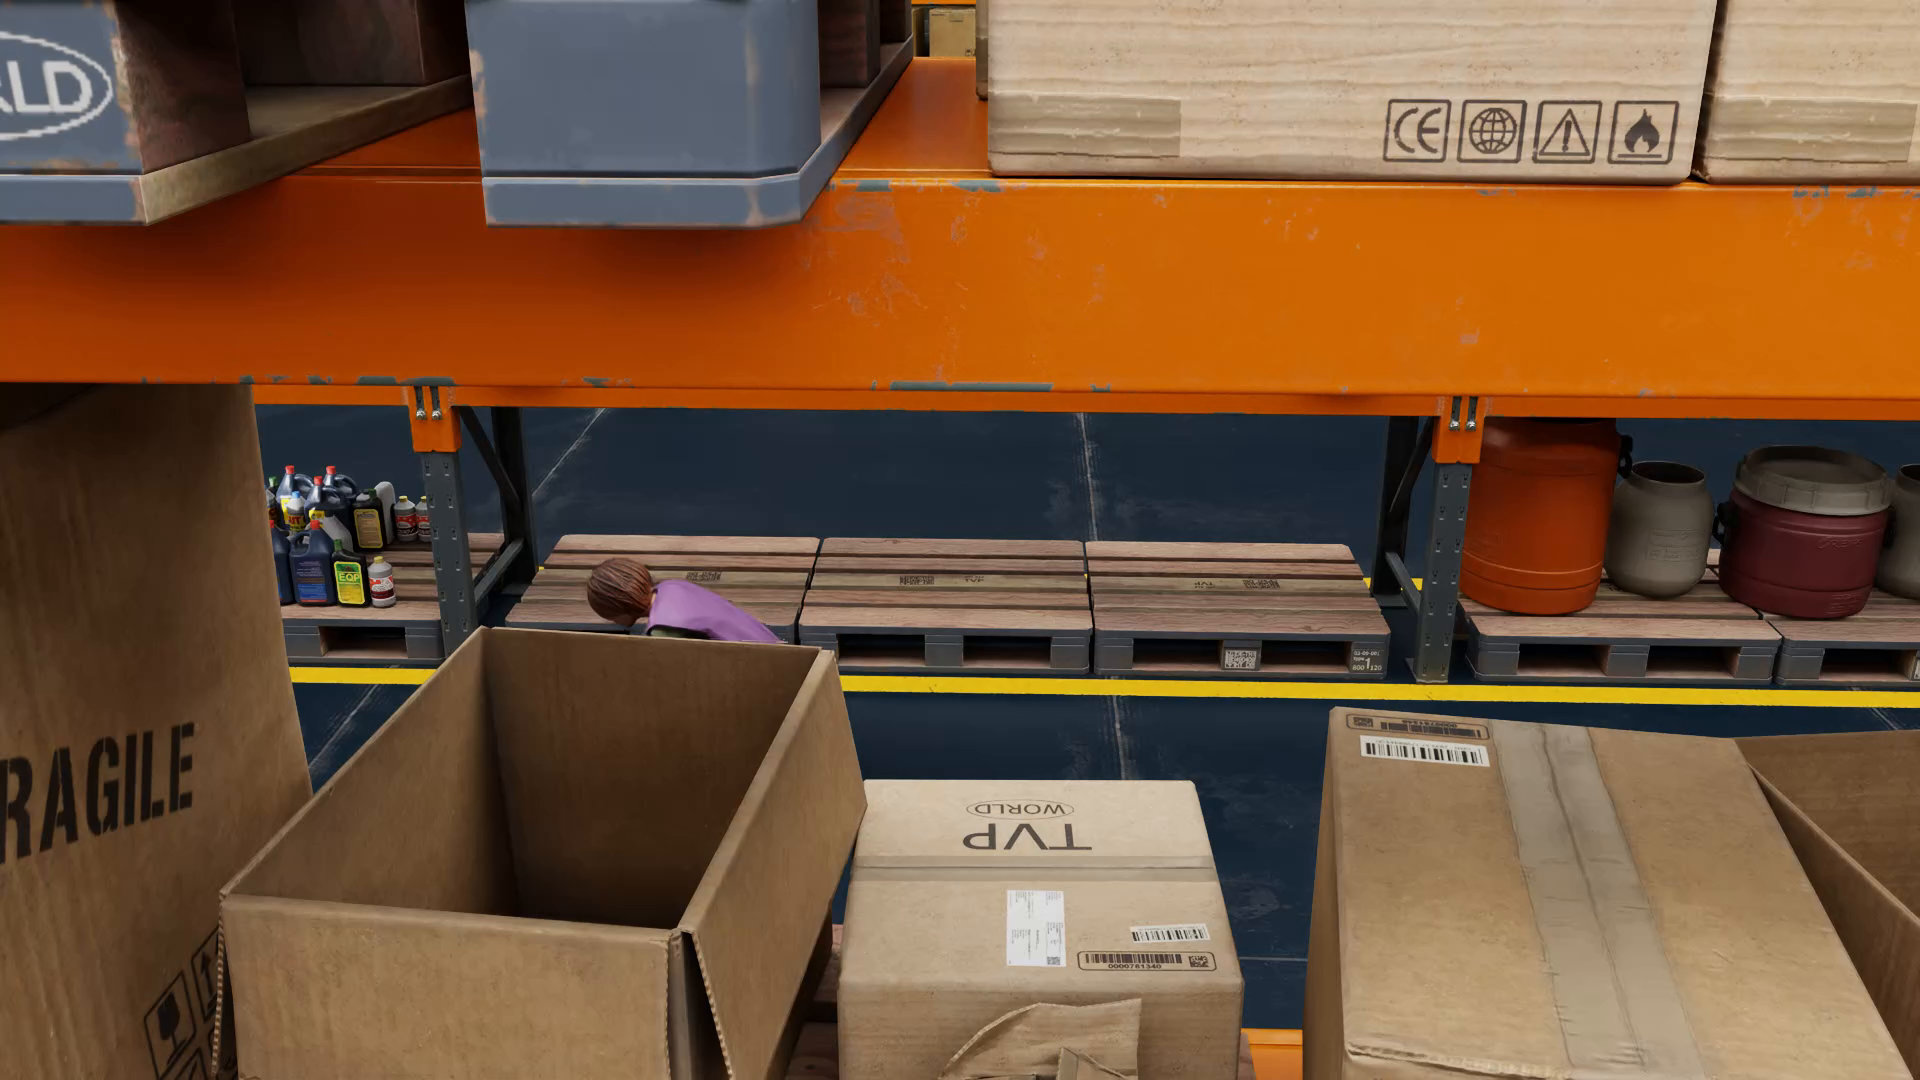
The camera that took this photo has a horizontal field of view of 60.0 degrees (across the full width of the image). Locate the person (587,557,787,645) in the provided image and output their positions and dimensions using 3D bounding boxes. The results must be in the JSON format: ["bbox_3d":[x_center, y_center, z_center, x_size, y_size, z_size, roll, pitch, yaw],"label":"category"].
[{"bbox_3d":[-0.944,0.484,5.828,0.813,0.898,0.424,0,21,1],"label":"person"}]
